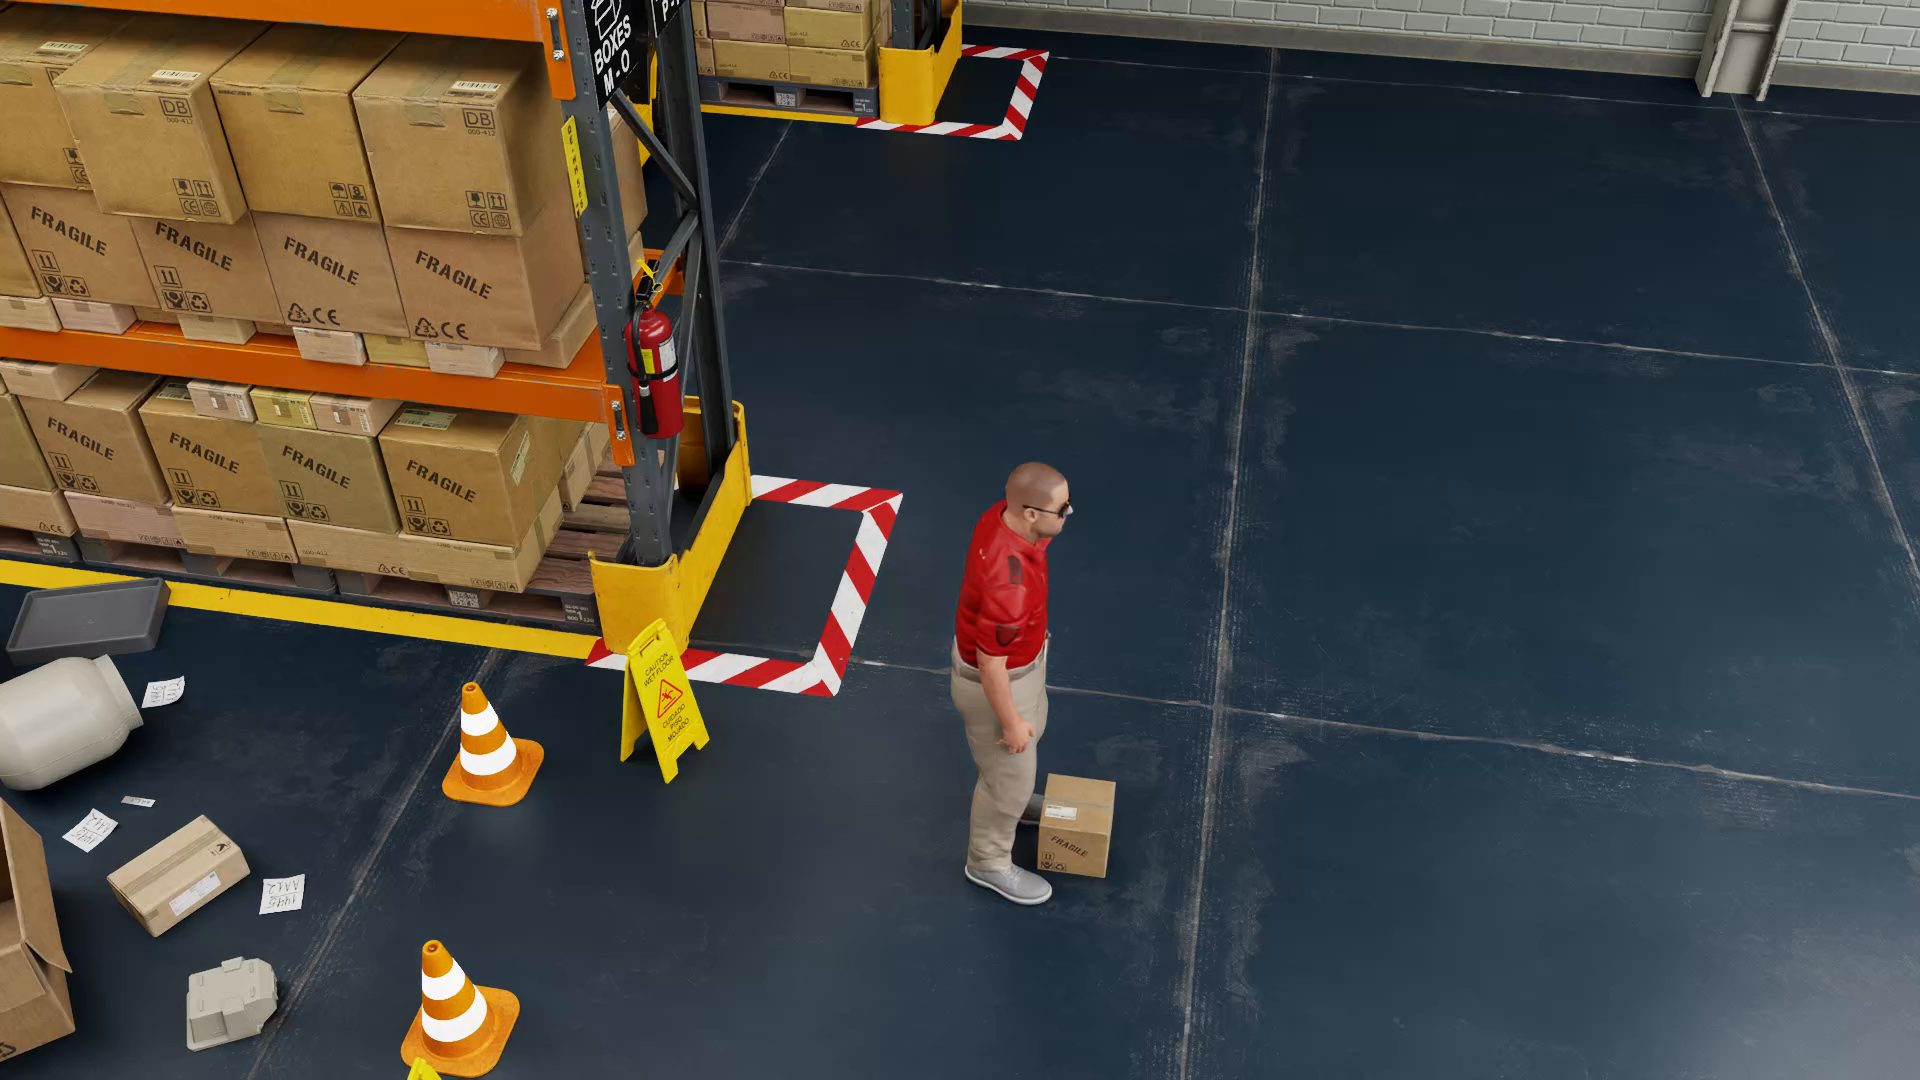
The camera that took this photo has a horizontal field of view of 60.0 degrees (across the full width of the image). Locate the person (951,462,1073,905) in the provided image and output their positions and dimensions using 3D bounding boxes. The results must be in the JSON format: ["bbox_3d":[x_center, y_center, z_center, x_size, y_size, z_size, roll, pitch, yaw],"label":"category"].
[{"bbox_3d":[0.173,0.451,5.635,0.391,1.727,0.606,4,40,5],"label":"person"}]
